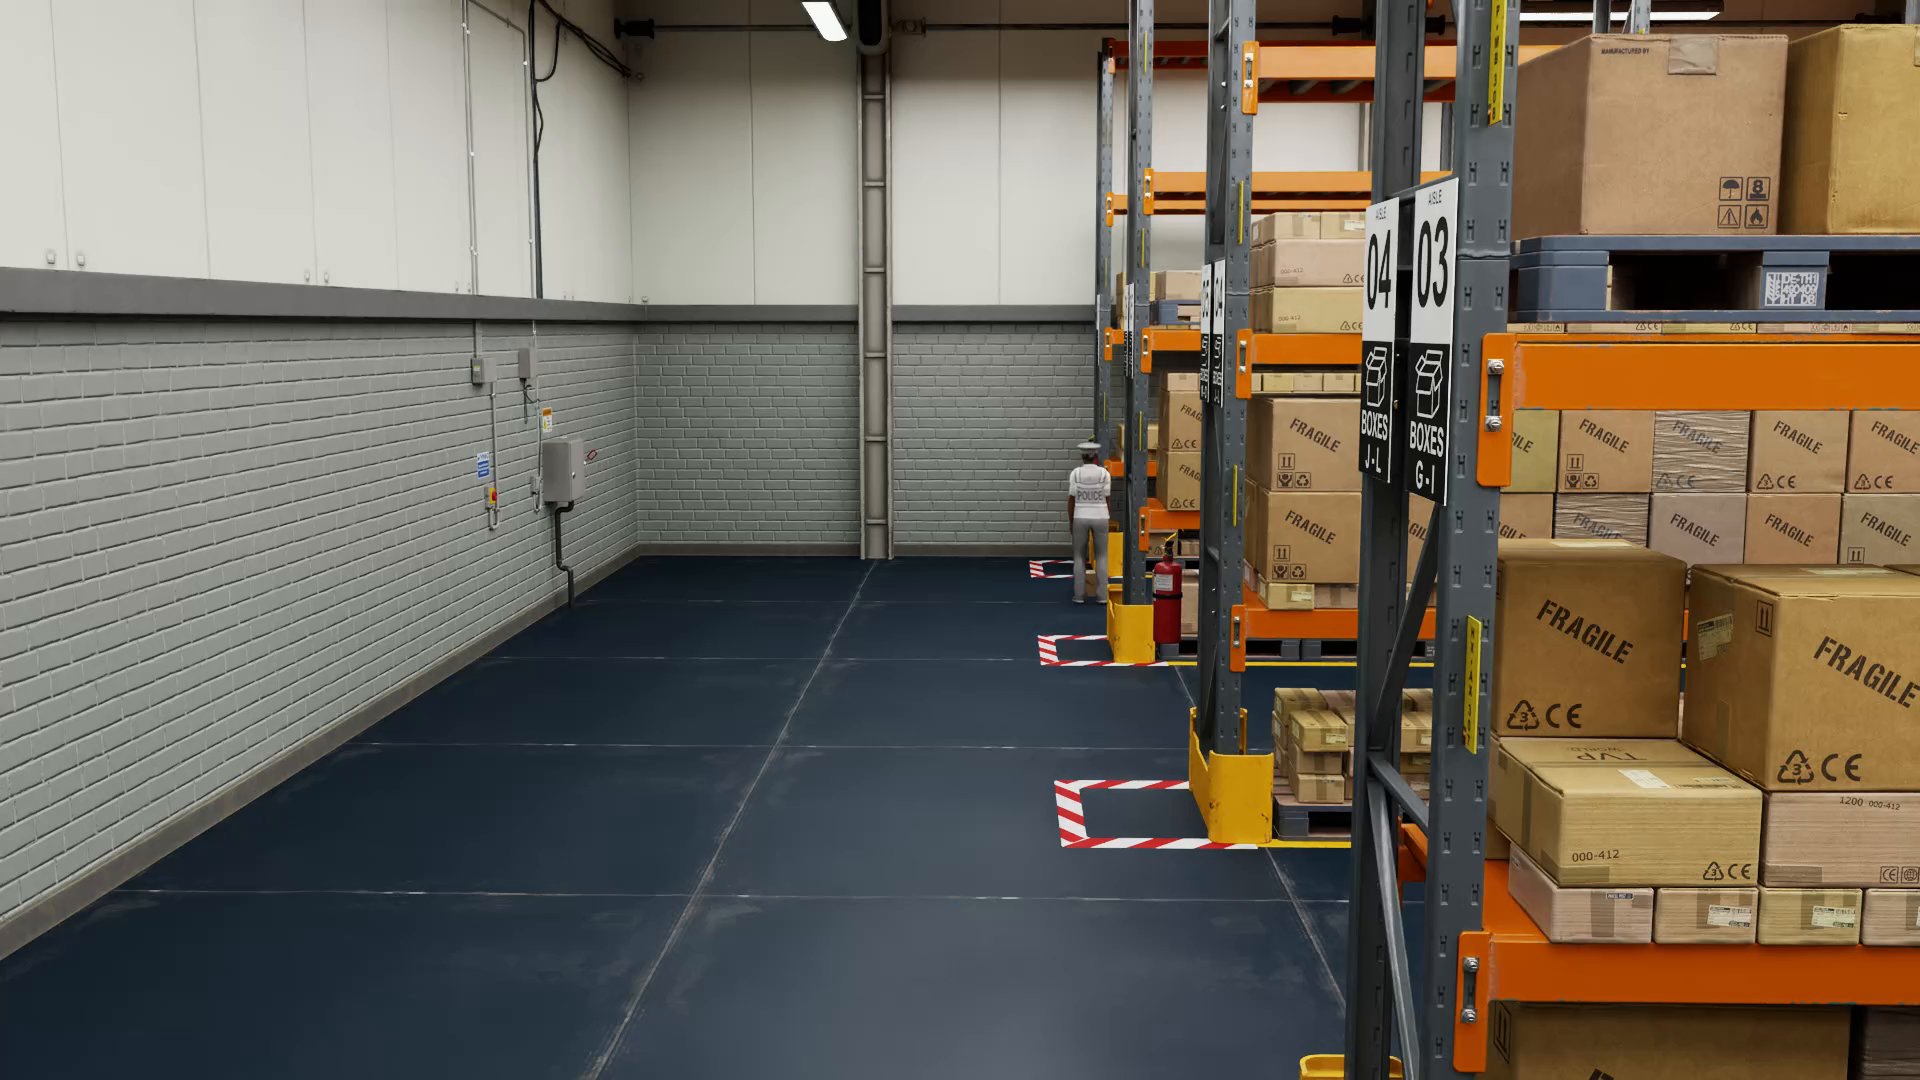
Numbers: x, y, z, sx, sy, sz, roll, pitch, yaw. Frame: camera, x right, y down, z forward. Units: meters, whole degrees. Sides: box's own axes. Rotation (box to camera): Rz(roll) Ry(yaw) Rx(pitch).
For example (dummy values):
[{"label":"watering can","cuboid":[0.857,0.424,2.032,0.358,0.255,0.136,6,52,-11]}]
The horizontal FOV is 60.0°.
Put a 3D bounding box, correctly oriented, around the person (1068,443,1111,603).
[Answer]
[{"label":"person","cuboid":[1.329,-0.168,17.138,0.438,1.661,0.340,0,7,2]}]
